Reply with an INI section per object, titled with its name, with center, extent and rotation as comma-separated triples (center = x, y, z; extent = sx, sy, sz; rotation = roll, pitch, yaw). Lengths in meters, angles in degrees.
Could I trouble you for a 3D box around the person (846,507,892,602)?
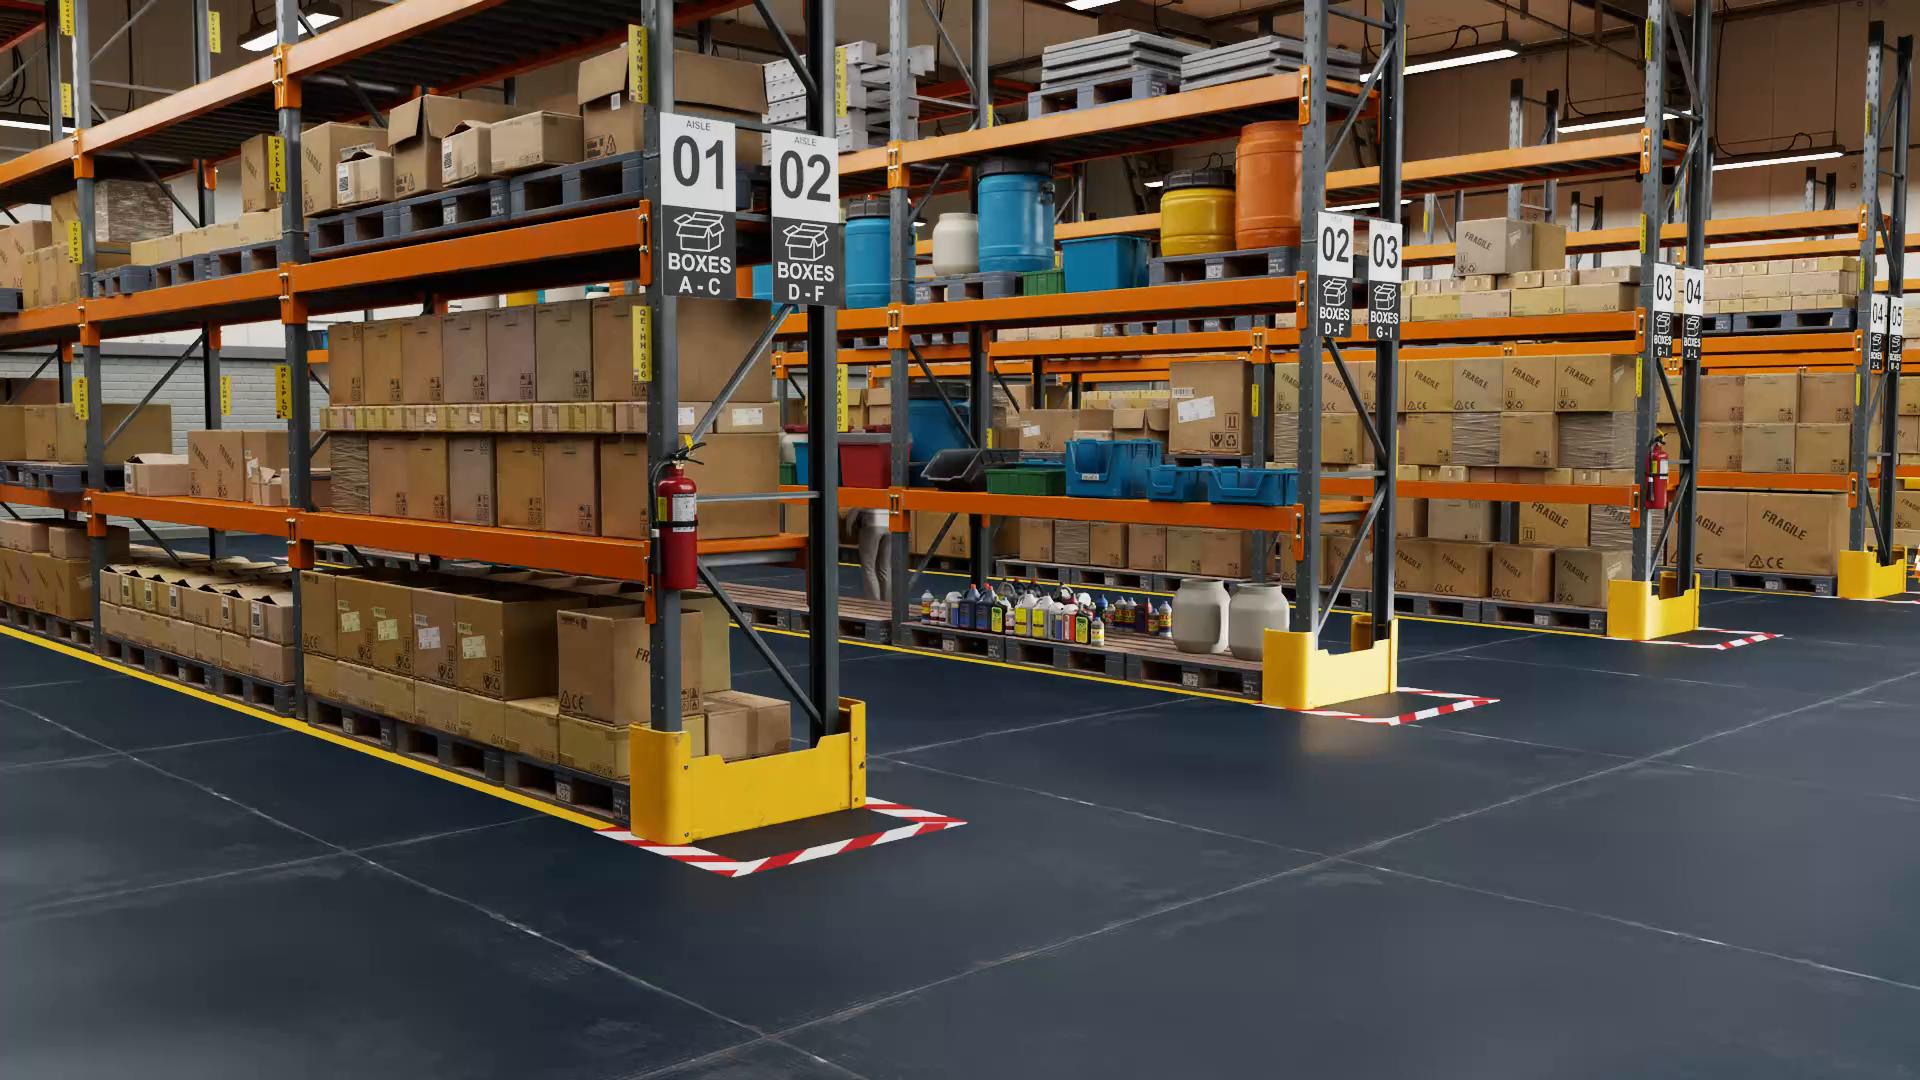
[person]
center = -0.825, -0.091, 15.595
extent = 0.526, 1.696, 0.467
rotation = -4, 5, -41
